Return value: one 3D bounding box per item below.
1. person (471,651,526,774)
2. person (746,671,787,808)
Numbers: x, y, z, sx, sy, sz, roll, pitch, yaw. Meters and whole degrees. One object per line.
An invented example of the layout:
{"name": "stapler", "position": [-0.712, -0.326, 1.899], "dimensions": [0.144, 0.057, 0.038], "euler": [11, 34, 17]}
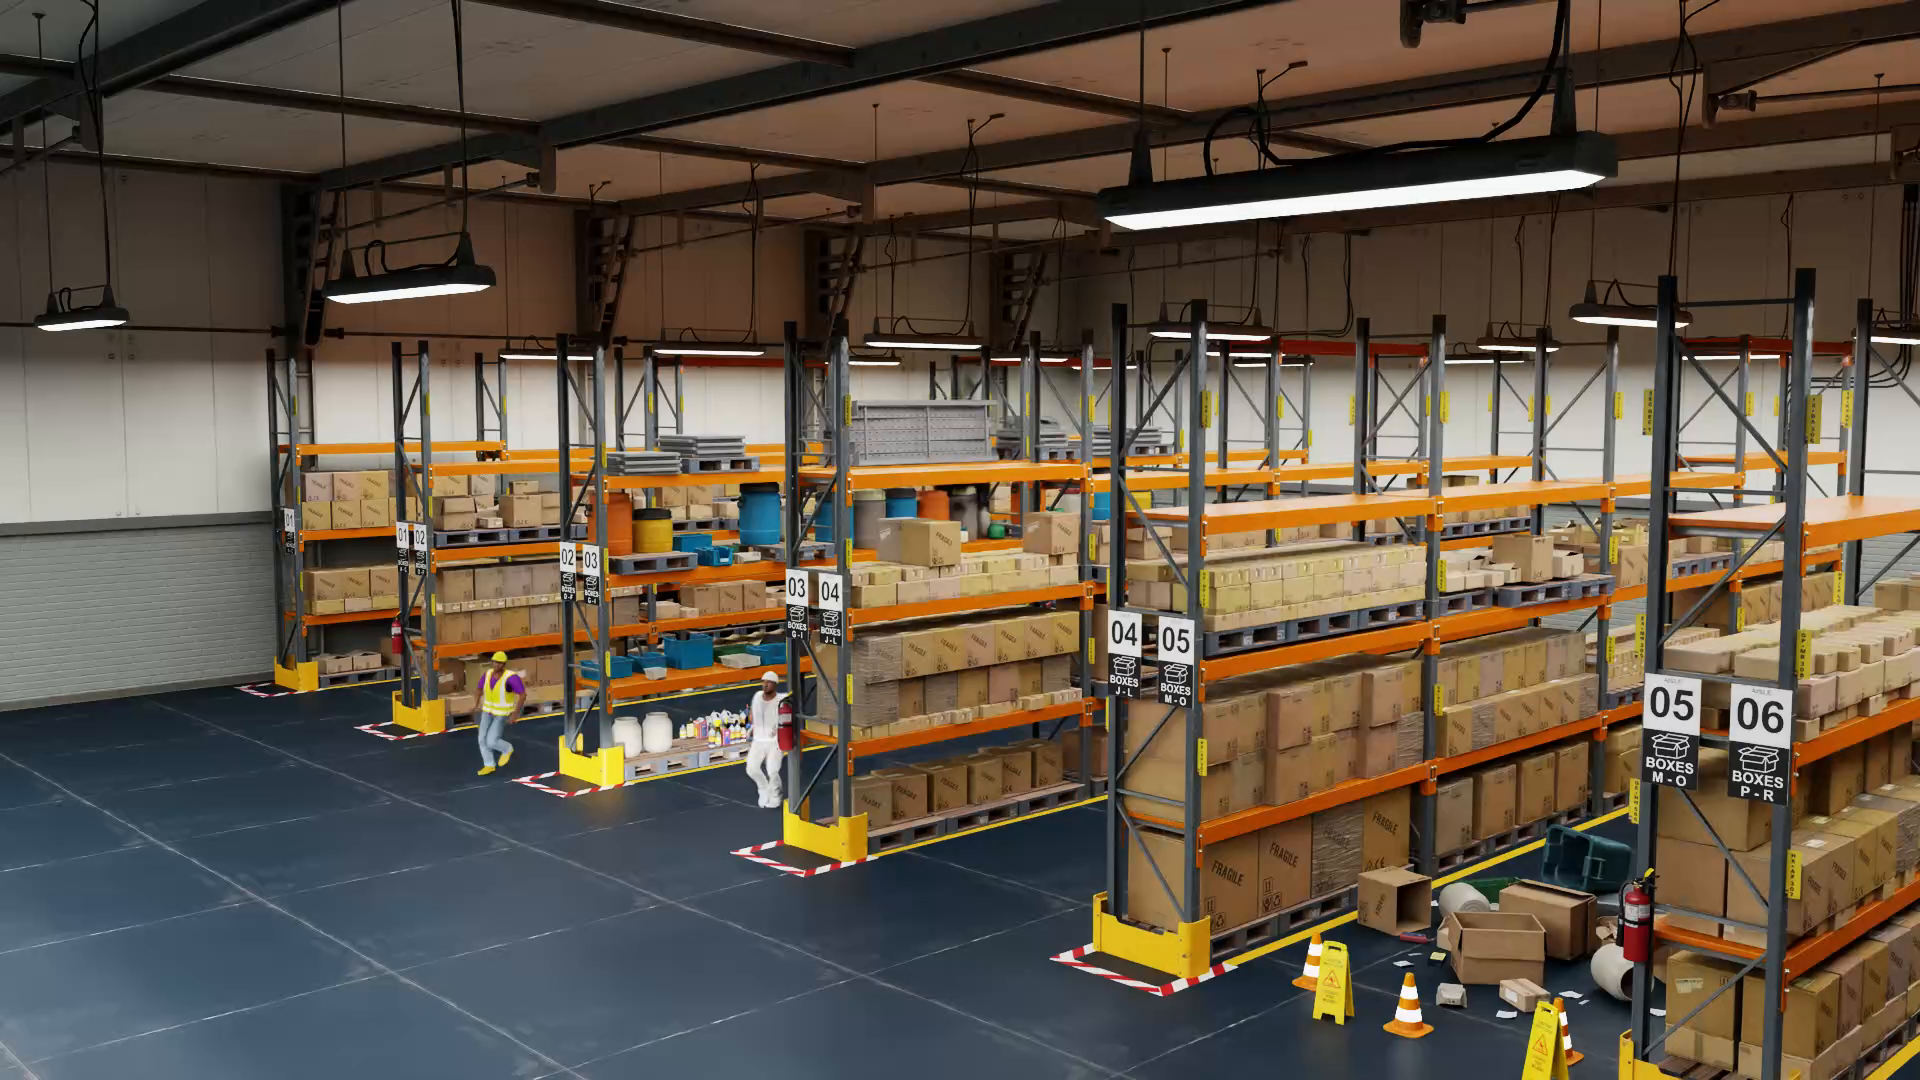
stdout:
{"name": "person", "position": [-6.293, 2.354, 22.739], "dimensions": [0.748, 1.704, 0.552], "euler": [2, 5, 19]}
{"name": "person", "position": [-2.399, 2.495, 20.626], "dimensions": [0.654, 1.736, 0.613], "euler": [2, 5, 18]}
